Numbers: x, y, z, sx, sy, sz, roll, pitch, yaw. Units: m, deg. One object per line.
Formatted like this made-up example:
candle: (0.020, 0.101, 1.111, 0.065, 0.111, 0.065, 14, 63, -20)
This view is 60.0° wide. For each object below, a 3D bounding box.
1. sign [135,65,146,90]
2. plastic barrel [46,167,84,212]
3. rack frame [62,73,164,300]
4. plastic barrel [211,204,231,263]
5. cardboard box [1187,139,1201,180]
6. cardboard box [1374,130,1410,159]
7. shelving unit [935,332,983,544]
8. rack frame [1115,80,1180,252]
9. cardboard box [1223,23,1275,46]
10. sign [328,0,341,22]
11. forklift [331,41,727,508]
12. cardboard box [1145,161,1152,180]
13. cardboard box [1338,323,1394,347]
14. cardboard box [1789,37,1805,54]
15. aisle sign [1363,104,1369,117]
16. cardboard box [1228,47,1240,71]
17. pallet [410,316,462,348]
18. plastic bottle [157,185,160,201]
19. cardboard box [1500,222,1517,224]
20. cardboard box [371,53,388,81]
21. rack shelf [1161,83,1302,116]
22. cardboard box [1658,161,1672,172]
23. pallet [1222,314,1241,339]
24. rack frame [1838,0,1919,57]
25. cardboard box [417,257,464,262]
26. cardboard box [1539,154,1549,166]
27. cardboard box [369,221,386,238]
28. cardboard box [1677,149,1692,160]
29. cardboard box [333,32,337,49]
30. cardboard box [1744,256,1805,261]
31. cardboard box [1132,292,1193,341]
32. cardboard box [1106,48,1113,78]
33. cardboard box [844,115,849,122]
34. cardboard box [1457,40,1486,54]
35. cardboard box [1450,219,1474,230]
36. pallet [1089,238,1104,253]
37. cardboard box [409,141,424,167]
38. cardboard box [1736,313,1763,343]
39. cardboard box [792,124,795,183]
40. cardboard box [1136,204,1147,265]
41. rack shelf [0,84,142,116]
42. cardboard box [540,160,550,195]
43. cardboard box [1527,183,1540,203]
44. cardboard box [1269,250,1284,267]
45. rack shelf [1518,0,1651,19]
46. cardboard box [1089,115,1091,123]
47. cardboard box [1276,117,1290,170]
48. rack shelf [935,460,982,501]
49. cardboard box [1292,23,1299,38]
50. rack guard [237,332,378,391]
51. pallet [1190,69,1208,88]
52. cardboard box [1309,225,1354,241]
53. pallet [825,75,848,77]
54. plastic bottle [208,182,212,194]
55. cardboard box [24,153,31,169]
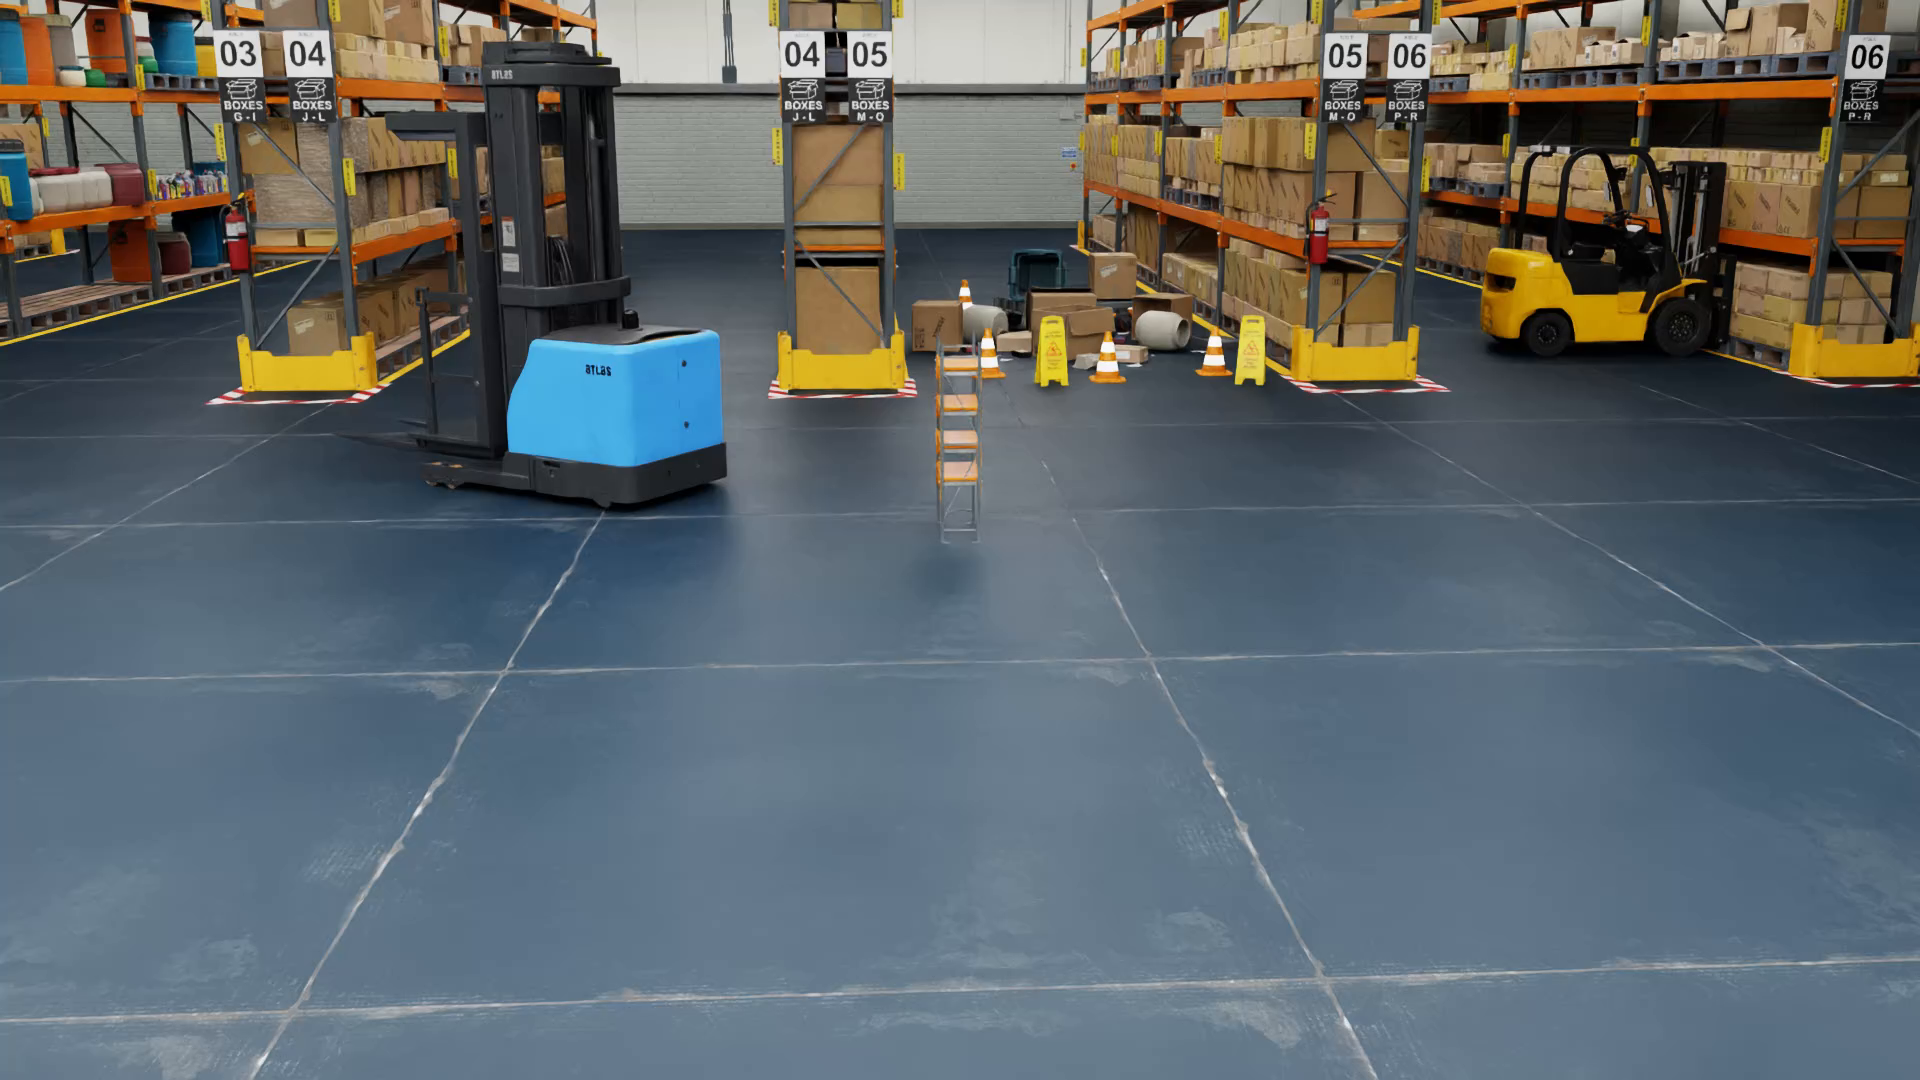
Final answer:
sign: (-10.959, -6.183, 22.227, 0.100, 0.325, 0.005, -1, 14, -3)
plastic barrel: (-11.172, -4.373, 20.730, 0.433, 0.535, 0.433, 0, 14, 0)
rack frame: (-11.507, -4.771, 22.548, 1.000, 3.000, 0.127, -1, 14, -3)
plastic barrel: (-11.739, -4.817, 26.096, 0.600, 0.901, 0.708, -1, 14, -3)
cardboard box: (3.226, -4.894, 21.389, 0.500, 0.500, 0.500, -1, 14, -6)
cardboard box: (7.638, -7.012, 29.457, 0.500, 0.500, 0.500, -1, 14, -2)
shelving unit: (-0.010, -0.622, 10.037, 0.258, 1.200, 0.503, -1, 14, -3)
rack frame: (3.079, -5.995, 27.306, 1.000, 3.000, 0.127, -1, 14, -3)
cardboard box: (3.412, -5.973, 19.656, 0.500, 0.250, 0.500, -1, 14, -2)
sign: (-5.527, -4.742, 14.662, 0.100, 0.325, 0.005, -1, 14, -3)
forklift: (-3.138, -1.874, 11.429, 3.031, 2.935, 1.130, 8, 17, 29)
cardboard box: (3.008, -5.413, 24.344, 0.500, 0.250, 0.500, -1, 14, -5)
cardboard box: (4.049, -2.087, 16.793, 0.500, 0.250, 0.500, -1, 14, -4)
cardboard box: (8.422, -4.872, 16.384, 0.380, 0.149, 0.250, -1, 14, -5)
aisle sign: (7.488, -8.339, 31.198, 0.394, 0.787, 0.004, -1, 14, -3)
cardboard box: (3.329, -5.416, 18.739, 0.500, 0.250, 0.500, -1, 14, -5)
pallet: (-6.239, -2.335, 18.679, 1.003, 0.211, 1.213, -1, 14, -3)
plastic bottle: (-11.192, -4.850, 23.115, 0.097, 0.271, 0.097, 0, 14, 0)
cardboard box: (8.486, -4.779, 25.454, 0.380, 0.149, 0.250, -1, 14, -5)
cardboard box: (-5.905, -4.613, 16.215, 0.500, 0.250, 0.500, -1, 14, -4)
rack shelf: (3.451, -5.607, 21.222, 1.077, 0.370, 4.000, -1, 14, -3)
cardboard box: (8.303, -4.298, 19.207, 0.380, 0.149, 0.250, -1, 14, -2)
pallet: (3.652, -2.488, 19.273, 1.003, 0.211, 1.213, -1, 14, -3)
rack frame: (8.777, -5.993, 15.261, 1.000, 3.000, 0.127, -1, 14, -3)
cardboard box: (-6.379, -3.266, 20.833, 0.700, 0.500, 0.500, -2, 15, -8)
cardboard box: (8.095, -5.162, 22.565, 0.380, 0.149, 0.250, -1, 14, -3)
cardboard box: (-5.890, -3.059, 16.401, 0.380, 0.149, 0.250, -1, 14, -3)
cardboard box: (8.297, -4.313, 18.670, 0.380, 0.149, 0.250, -1, 14, -2)
cardboard box: (-5.855, -4.503, 14.987, 0.380, 0.149, 0.250, -1, 14, -4)
cardboard box: (8.856, -2.943, 18.112, 0.500, 0.250, 0.500, -1, 14, -5)
cardboard box: (2.283, -2.508, 18.767, 0.500, 0.500, 0.500, 10, 18, 35)
cardboard box: (2.806, -8.239, 28.764, 0.500, 0.500, 0.500, -1, 14, -2)
cardboard box: (-1.640, -6.686, 27.188, 0.500, 0.500, 0.500, -1, 14, -2)
cardboard box: (8.170, -7.860, 26.566, 0.396, 0.266, 0.258, -1, 14, -3)
cardboard box: (7.933, -4.962, 26.165, 0.380, 0.149, 0.250, 0, 14, -1)
pallet: (2.959, -5.441, 30.752, 1.003, 0.211, 1.213, -1, 14, -3)
cardboard box: (-5.951, -4.173, 17.419, 0.500, 0.500, 0.500, -1, 14, -3)
cardboard box: (8.411, -2.195, 17.215, 0.500, 0.250, 0.500, -1, 14, -3)
cardboard box: (-1.222, -3.733, 16.046, 0.875, 0.550, 0.550, -1, 14, -3)
cardboard box: (3.261, -4.792, 26.051, 0.875, 0.875, 0.875, 0, 14, -2)
rack shelf: (-11.384, -5.377, 20.330, 1.077, 0.370, 4.000, -1, 14, -3)
cardboard box: (-6.421, -5.400, 24.795, 0.500, 0.500, 0.500, -1, 14, -3)
cardboard box: (8.091, -4.766, 22.830, 0.500, 0.250, 0.500, -1, 14, -5)
cardboard box: (3.410, -2.907, 17.175, 0.380, 0.149, 0.250, -1, 14, -3)
rack shelf: (8.405, -6.943, 21.200, 1.077, 0.370, 4.000, -1, 14, -3)
cardboard box: (2.577, -7.744, 30.595, 0.380, 0.149, 0.250, -1, 14, -2)
cardboard box: (3.549, -3.937, 16.503, 0.700, 0.500, 0.500, -1, 14, -3)
rack shelf: (-0.010, -0.365, 10.103, 0.258, 0.148, 0.480, -1, 14, -3)
cardboard box: (3.523, -5.060, 16.556, 0.380, 0.149, 0.250, -1, 14, -3)
rack guard: (-6.073, -1.666, 15.497, 1.175, 0.500, 0.348, -1, 14, -3)
pallet: (3.575, -5.780, 20.828, 1.213, 0.211, 1.003, -1, 14, -3)
cardboard box: (3.586, -2.978, 16.087, 0.380, 0.149, 0.250, 0, 14, -2)
pallet: (-1.442, -5.822, 20.995, 1.003, 0.211, 1.213, 0, 14, -1)
plastic bottle: (-11.312, -5.298, 24.996, 0.097, 0.201, 0.097, 0, 14, 0)
cardboard box: (-16.612, -6.497, 29.057, 0.500, 0.500, 0.500, -1, 14, -3)
